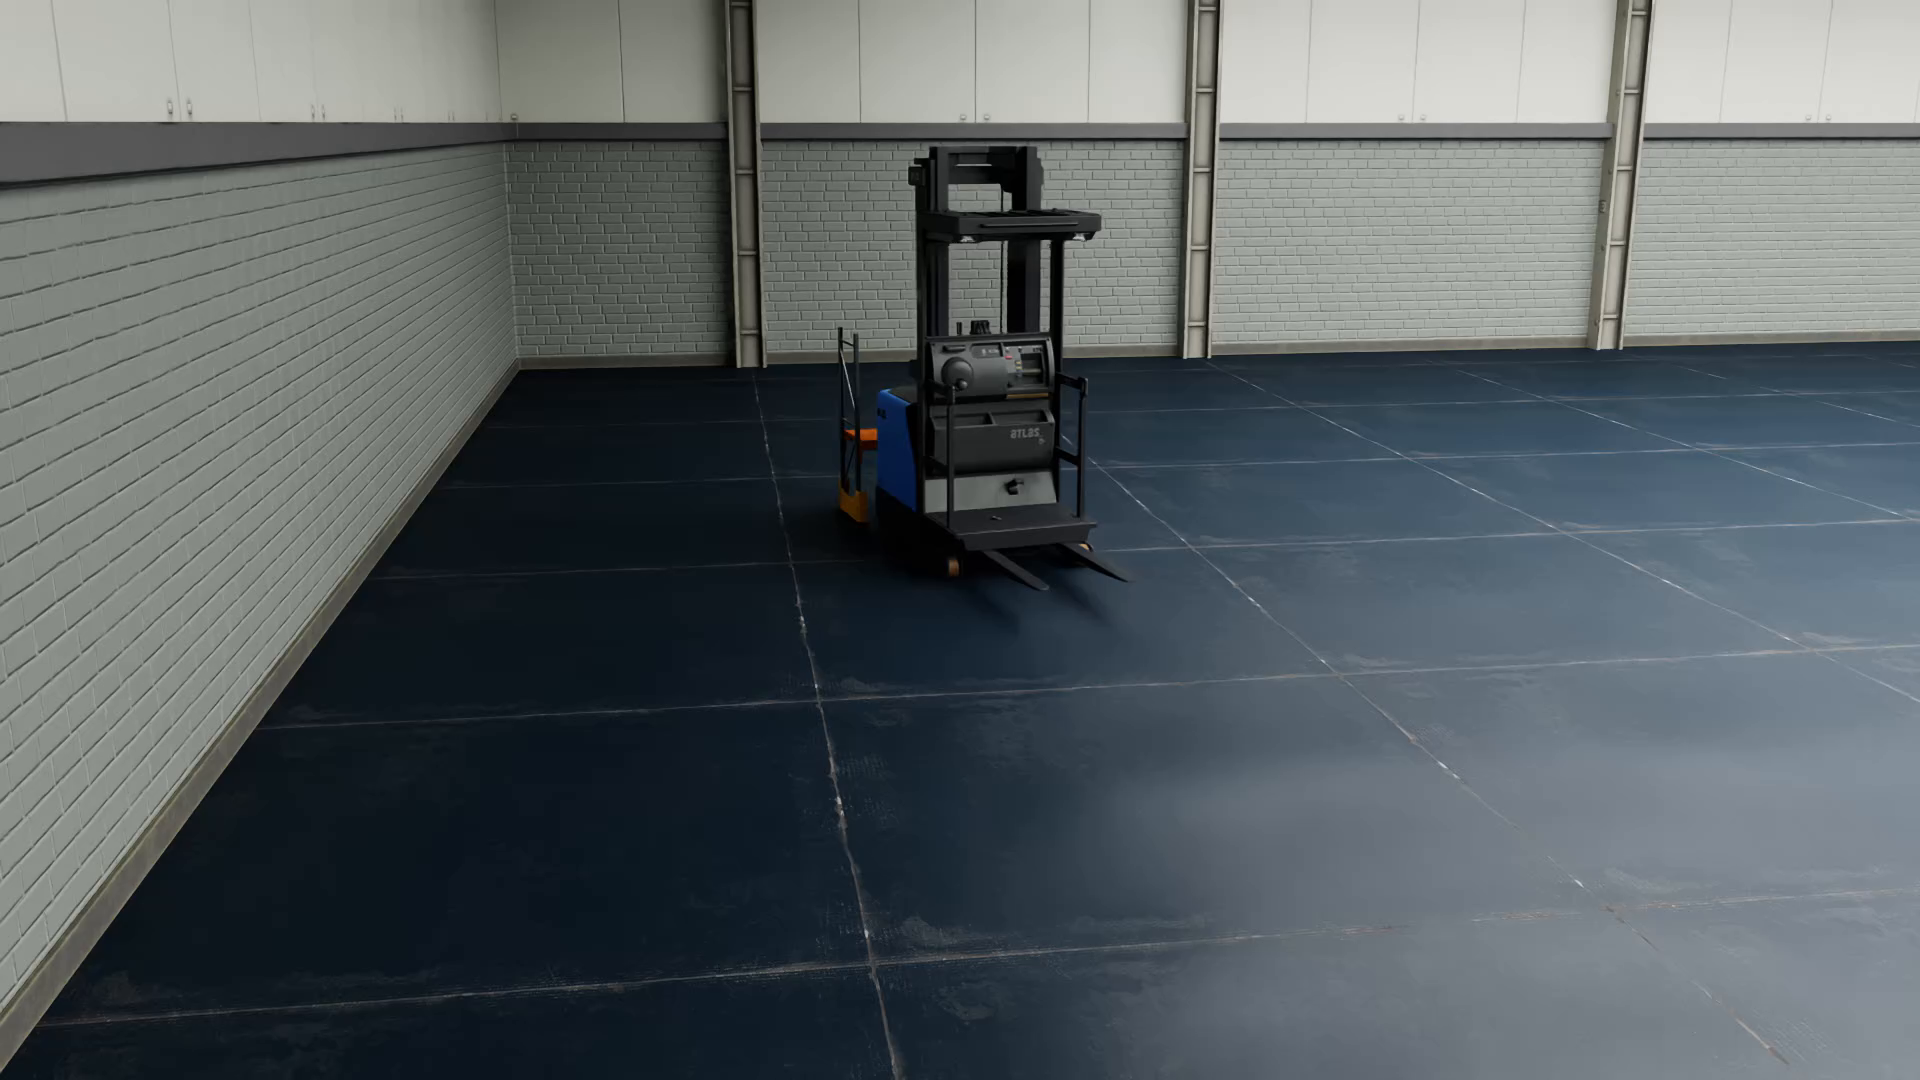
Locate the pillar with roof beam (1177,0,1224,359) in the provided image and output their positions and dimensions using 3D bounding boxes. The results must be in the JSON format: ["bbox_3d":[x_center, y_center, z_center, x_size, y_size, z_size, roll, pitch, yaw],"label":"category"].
[{"bbox_3d":[3.834,-5.830,17.470,0.400,9.000,9.100,-2,14,-8],"label":"pillar with roof beam"}]

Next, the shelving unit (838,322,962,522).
[{"bbox_3d":[-0.401,-0.979,13.538,1.083,1.500,0.587,-5,15,-19],"label":"shelving unit"}]

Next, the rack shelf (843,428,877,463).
[{"bbox_3d":[-0.410,-0.803,13.579,1.000,0.185,0.538,-5,15,-19],"label":"rack shelf"}]

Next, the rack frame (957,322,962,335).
[{"bbox_3d":[0.069,-1.019,13.701,0.032,1.500,0.500,-5,15,-19],"label":"rack frame"}]

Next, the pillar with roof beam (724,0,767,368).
[{"bbox_3d":[-2.099,-5.613,16.603,0.400,9.000,9.100,-2,14,-8],"label":"pillar with roof beam"}]

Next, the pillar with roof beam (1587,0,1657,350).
[{"bbox_3d":[9.767,-6.048,18.337,0.400,9.000,9.100,-2,14,-8],"label":"pillar with roof beam"}]

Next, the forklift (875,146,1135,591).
[{"bbox_3d":[0.307,-1.263,11.731,1.130,2.935,3.031,-5,15,-19],"label":"forklift"}]

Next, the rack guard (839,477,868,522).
[{"bbox_3d":[-0.870,-0.331,13.527,0.087,0.250,0.587,-5,15,-19],"label":"rack guard"}]

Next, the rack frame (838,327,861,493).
[{"bbox_3d":[-0.888,-0.936,13.370,0.032,1.500,0.500,-5,15,-19],"label":"rack frame"}]
